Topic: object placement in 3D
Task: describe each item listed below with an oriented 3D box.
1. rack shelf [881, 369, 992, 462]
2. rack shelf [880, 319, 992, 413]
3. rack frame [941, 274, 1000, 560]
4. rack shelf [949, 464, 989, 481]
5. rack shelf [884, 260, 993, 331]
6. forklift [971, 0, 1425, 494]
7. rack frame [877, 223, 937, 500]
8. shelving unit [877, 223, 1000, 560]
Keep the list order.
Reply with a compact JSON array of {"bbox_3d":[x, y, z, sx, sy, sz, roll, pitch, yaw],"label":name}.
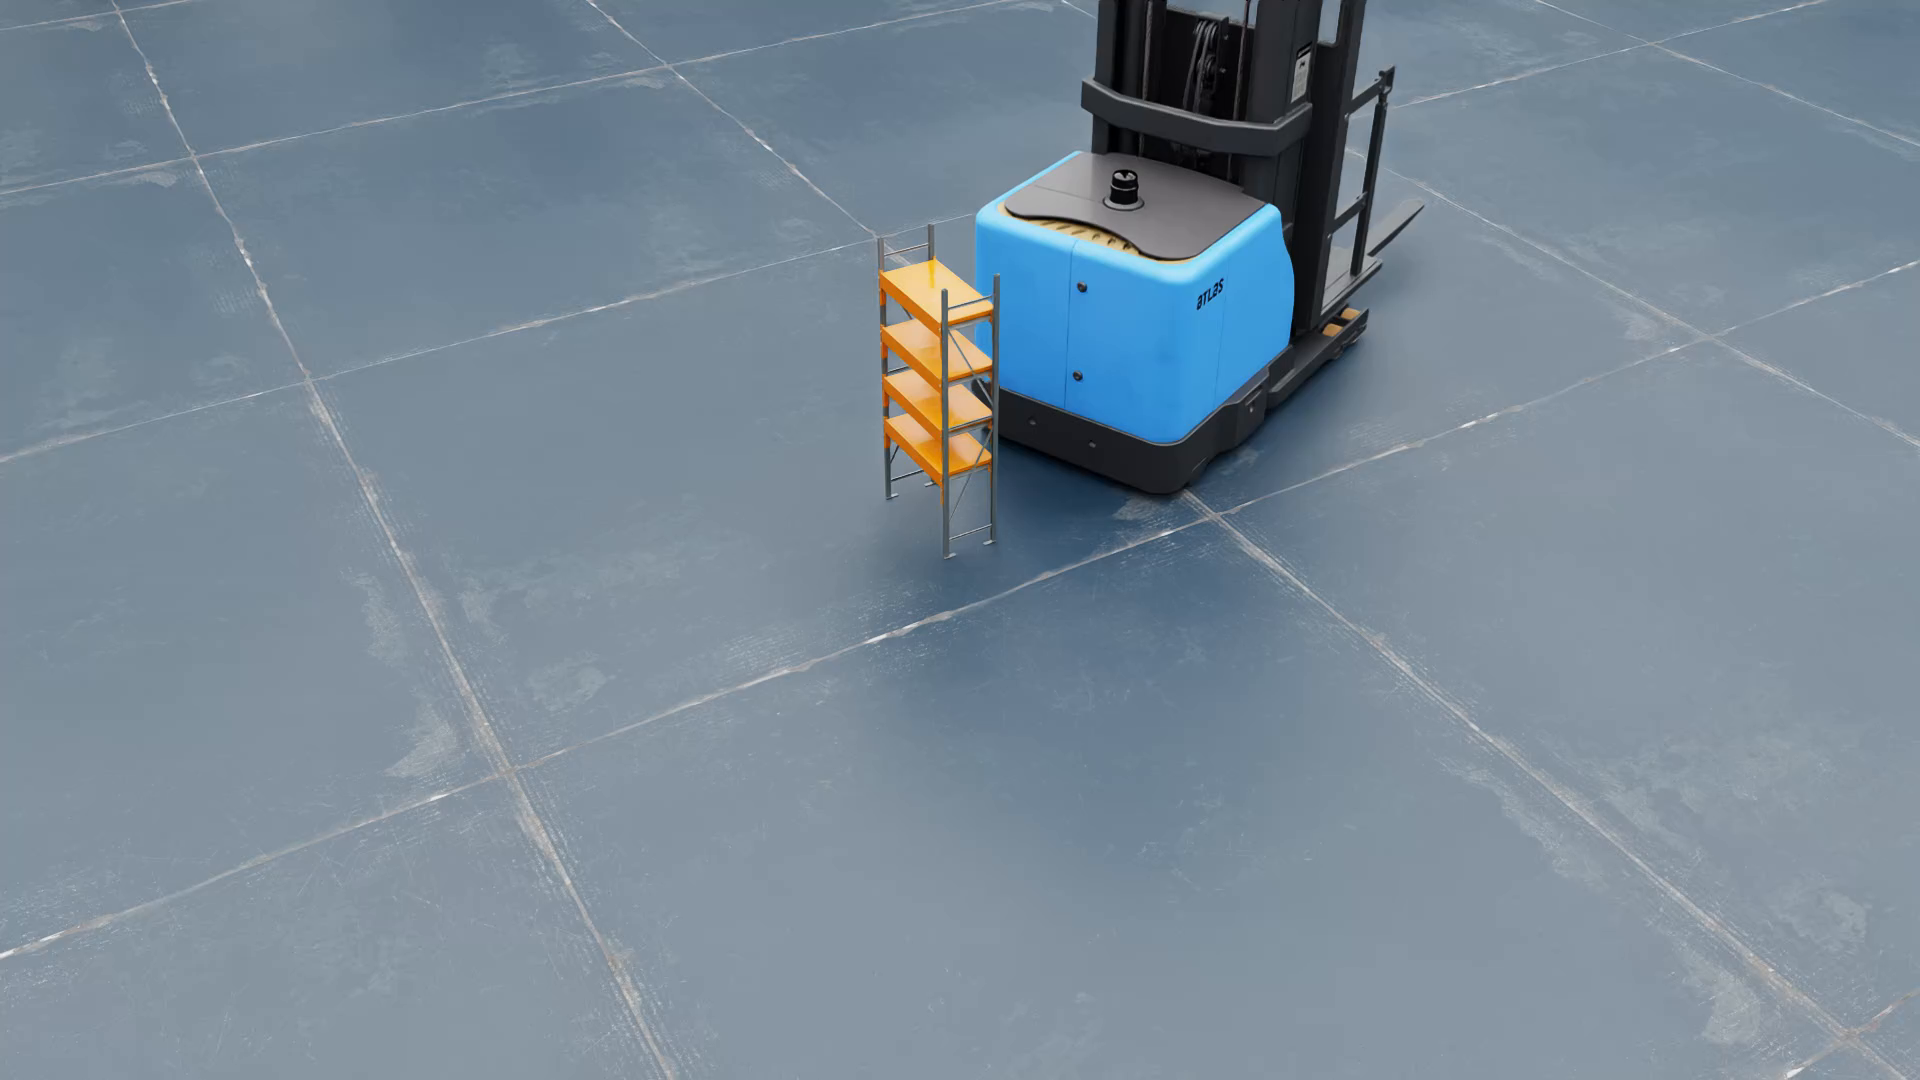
[{"bbox_3d":[-0.083,-0.515,6.551,0.258,0.148,0.480,-19,40,-24],"label":"rack shelf"},{"bbox_3d":[-0.083,-0.695,6.419,0.258,0.148,0.480,-19,40,-24],"label":"rack shelf"},{"bbox_3d":[0.039,-0.445,6.341,0.240,1.200,0.015,-19,40,-24],"label":"rack frame"},{"bbox_3d":[-0.083,-0.377,6.652,0.199,0.029,0.442,-19,40,-24],"label":"rack shelf"},{"bbox_3d":[-0.083,-0.918,6.257,0.221,0.050,0.457,-19,40,-24],"label":"rack shelf"},{"bbox_3d":[1.316,-2.197,7.273,1.130,2.935,3.031,23,42,28],"label":"forklift"},{"bbox_3d":[-0.206,-0.693,6.682,0.240,1.200,0.015,-19,40,-24],"label":"rack frame"},{"bbox_3d":[-0.083,-0.569,6.512,0.258,1.200,0.503,-19,40,-24],"label":"shelving unit"}]
